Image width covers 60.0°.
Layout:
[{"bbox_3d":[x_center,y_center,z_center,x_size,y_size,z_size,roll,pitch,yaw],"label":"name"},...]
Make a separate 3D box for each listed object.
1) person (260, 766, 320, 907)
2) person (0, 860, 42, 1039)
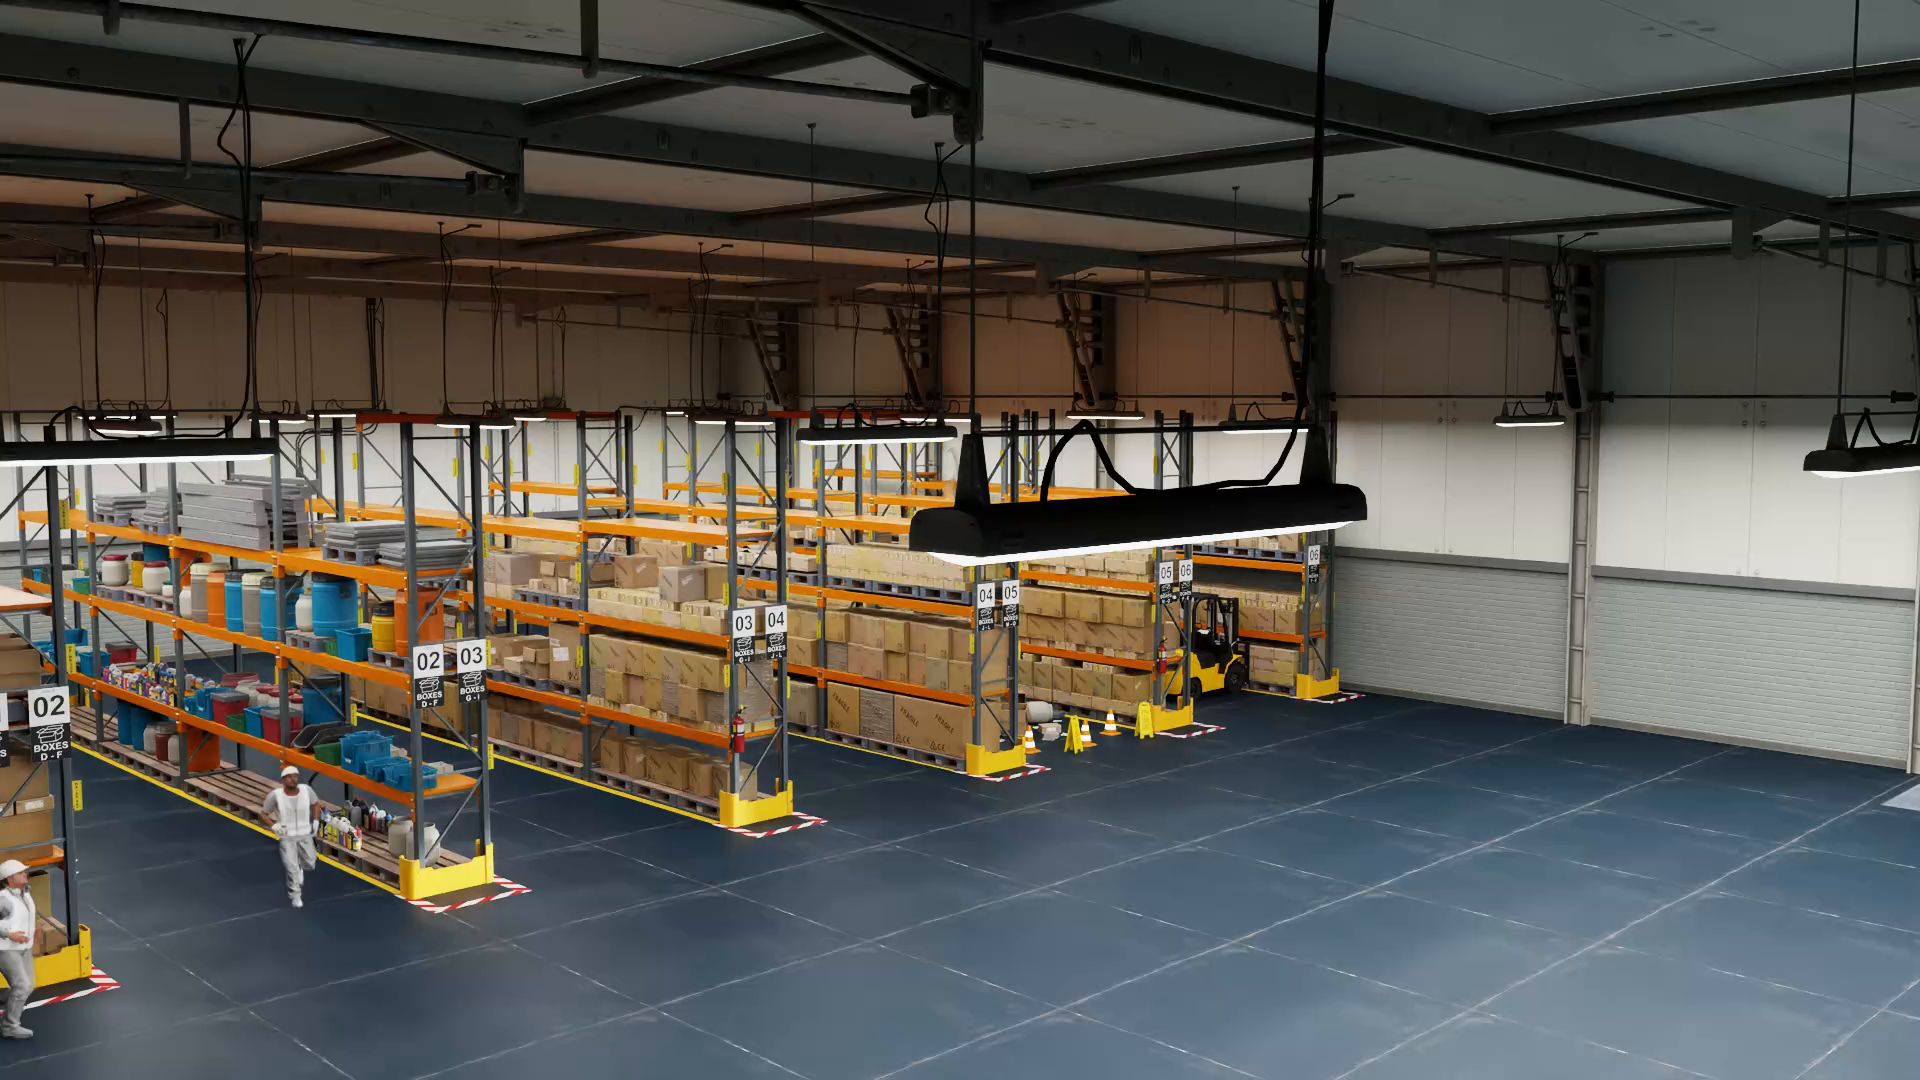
[{"bbox_3d":[-8.333,3.674,20.757,0.727,1.734,0.591,-4,6,-40],"label":"person"},{"bbox_3d":[-9.472,4.046,16.558,0.642,1.722,0.692,0,5,2],"label":"person"}]
